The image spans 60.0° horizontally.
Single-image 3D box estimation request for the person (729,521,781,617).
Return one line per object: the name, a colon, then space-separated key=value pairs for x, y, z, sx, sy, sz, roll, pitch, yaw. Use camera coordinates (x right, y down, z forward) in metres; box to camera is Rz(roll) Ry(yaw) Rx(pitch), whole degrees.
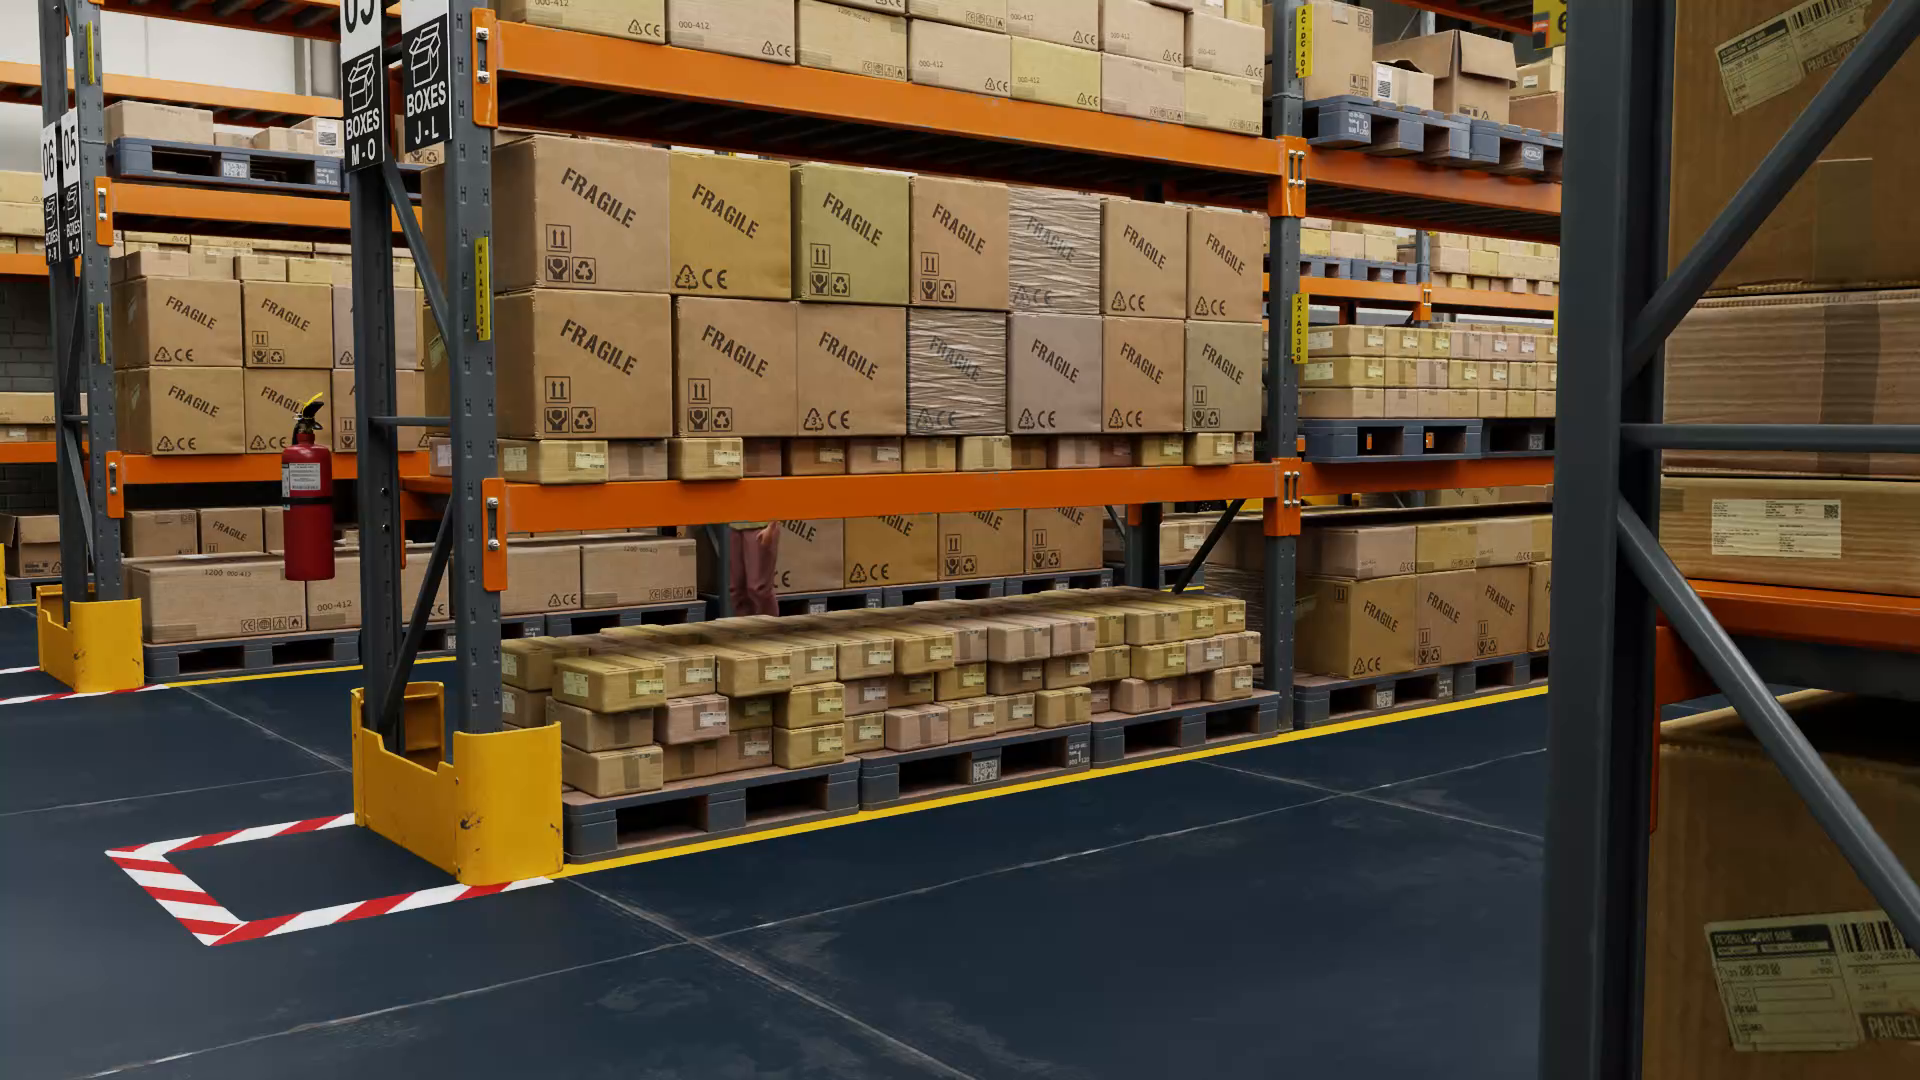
person: x=-1.220 y=-0.060 z=10.035 sx=0.364 sy=1.673 sz=0.444 roll=-3 pitch=6 yaw=-38
